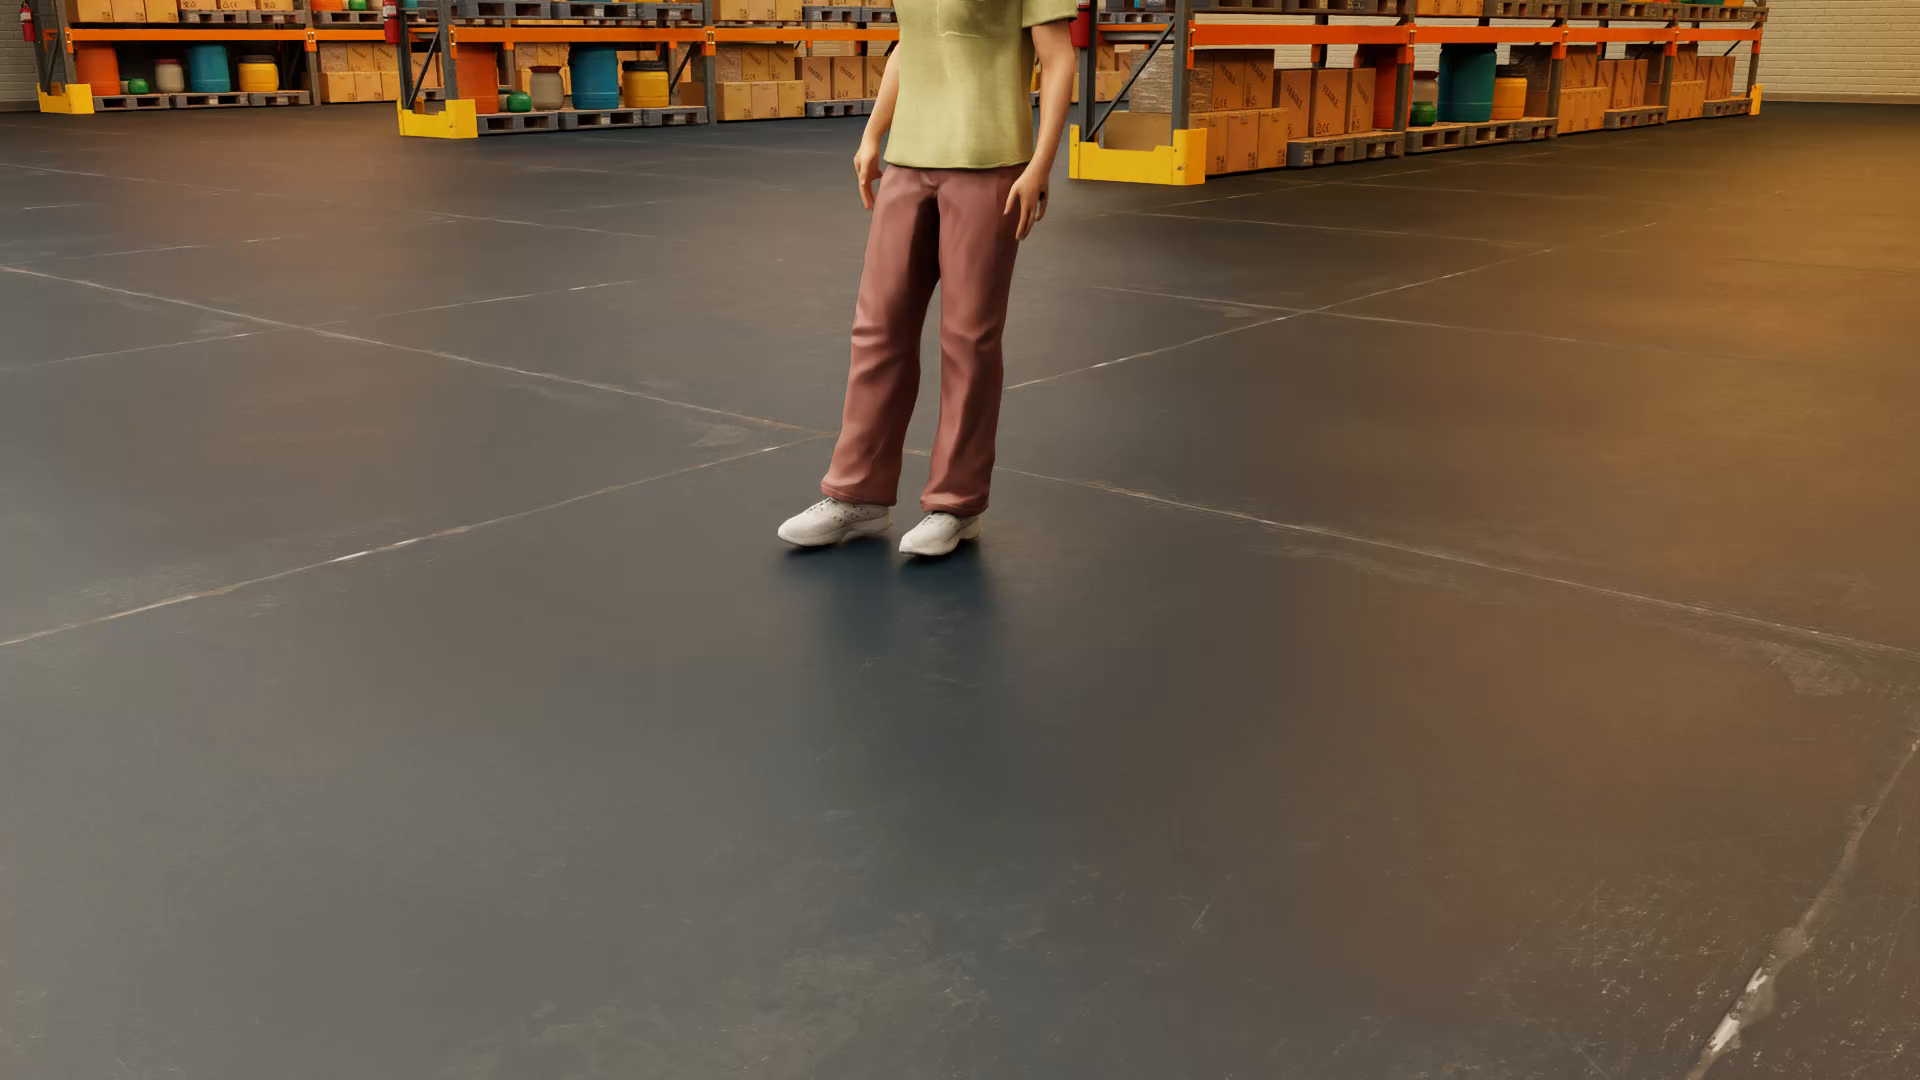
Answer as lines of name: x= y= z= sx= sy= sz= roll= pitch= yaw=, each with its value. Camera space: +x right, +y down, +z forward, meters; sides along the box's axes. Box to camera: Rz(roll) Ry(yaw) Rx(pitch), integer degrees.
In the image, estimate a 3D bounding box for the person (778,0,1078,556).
person: x=-0.056 y=-0.795 z=3.649 sx=0.553 sy=1.675 sz=0.549 roll=13 pitch=21 yaw=37
